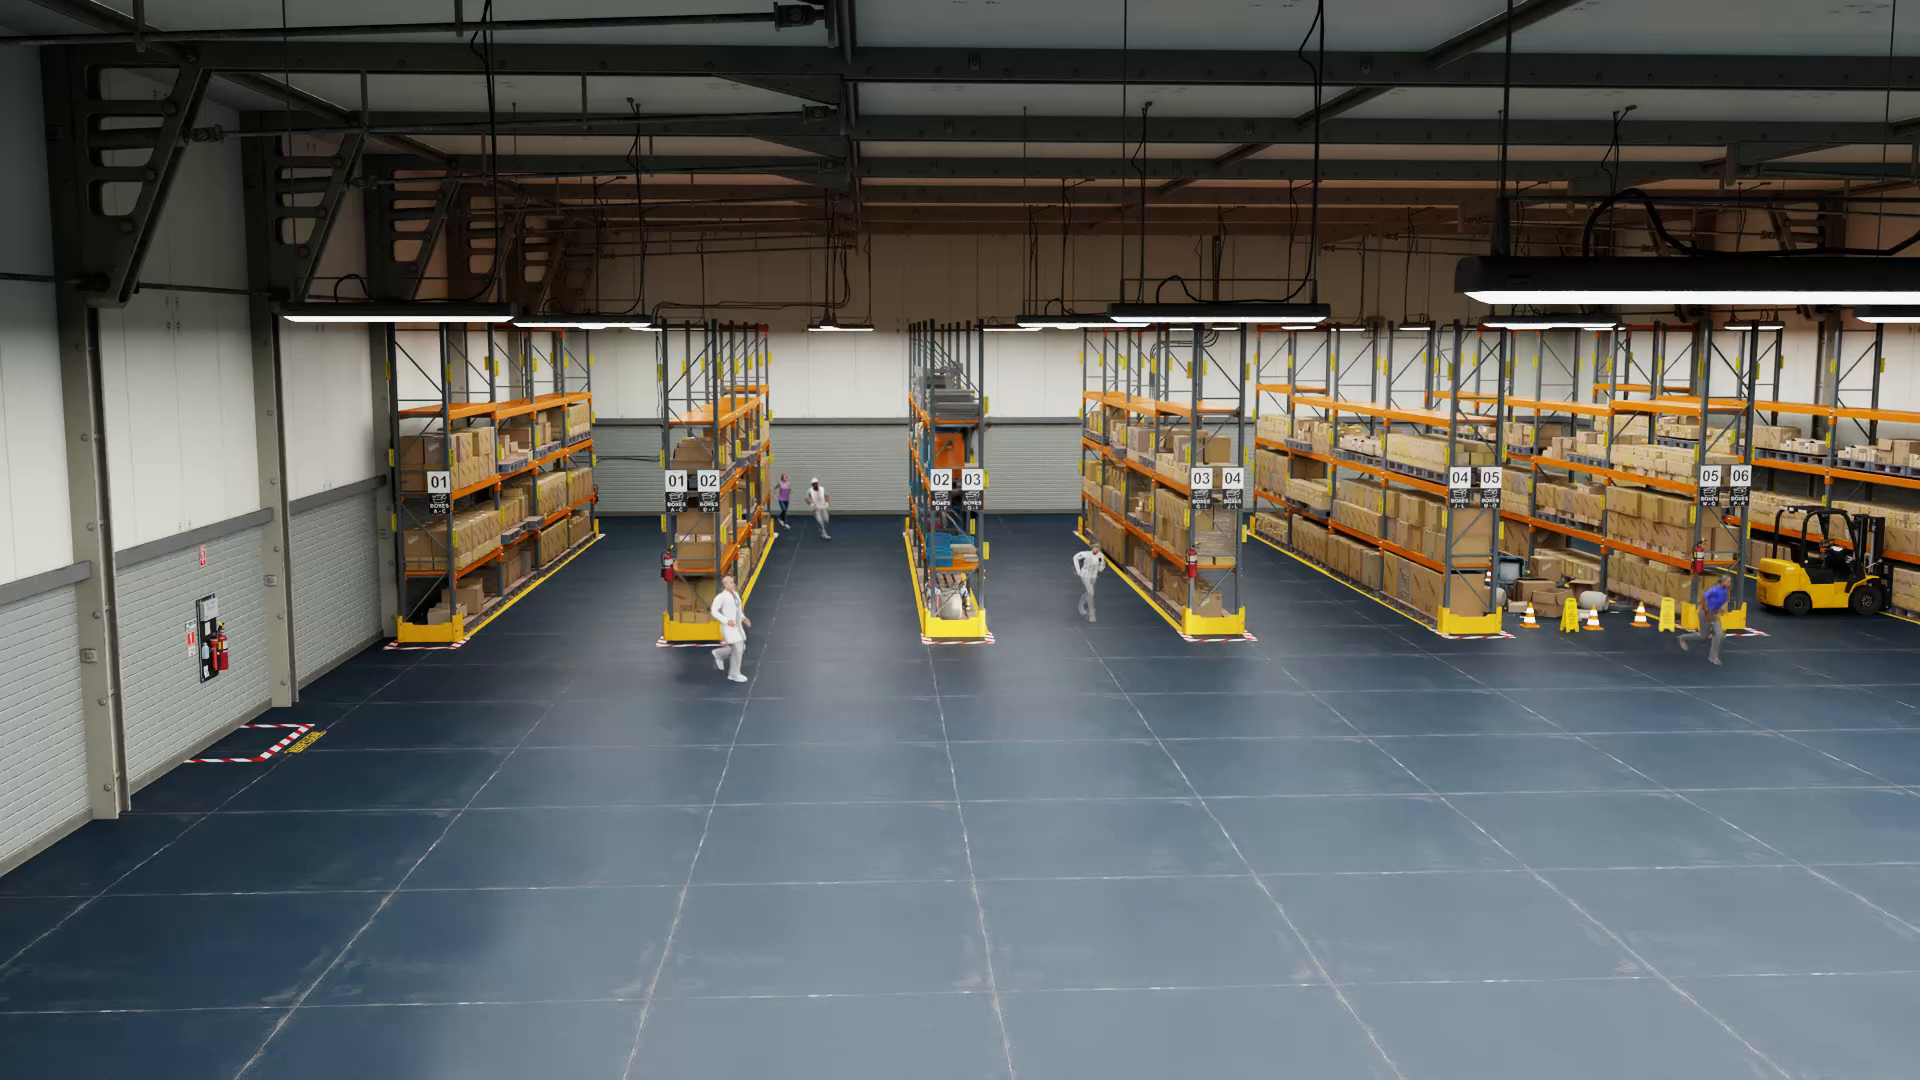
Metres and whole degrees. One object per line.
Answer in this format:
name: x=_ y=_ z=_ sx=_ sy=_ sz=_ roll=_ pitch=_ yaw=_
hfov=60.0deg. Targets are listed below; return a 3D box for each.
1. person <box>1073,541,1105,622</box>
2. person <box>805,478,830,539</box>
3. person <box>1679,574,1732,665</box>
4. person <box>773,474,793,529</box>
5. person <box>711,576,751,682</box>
person: x=2.571 y=0.803 z=33.545 sx=0.631 sy=1.683 sz=0.870 roll=-3 pitch=8 yaw=-23
person: x=-4.010 y=-0.889 z=46.683 sx=0.708 sy=1.714 sz=0.594 roll=-3 pitch=8 yaw=-22
person: x=13.112 y=1.359 z=29.250 sx=0.582 sy=1.614 sz=0.889 roll=-6 pitch=9 yaw=-40
person: x=-5.212 y=-1.163 z=49.126 sx=0.529 sy=1.596 sz=0.885 roll=-4 pitch=8 yaw=-29
person: x=-3.858 y=1.469 z=27.616 sx=0.719 sy=1.744 sz=0.712 roll=3 pitch=8 yaw=25
